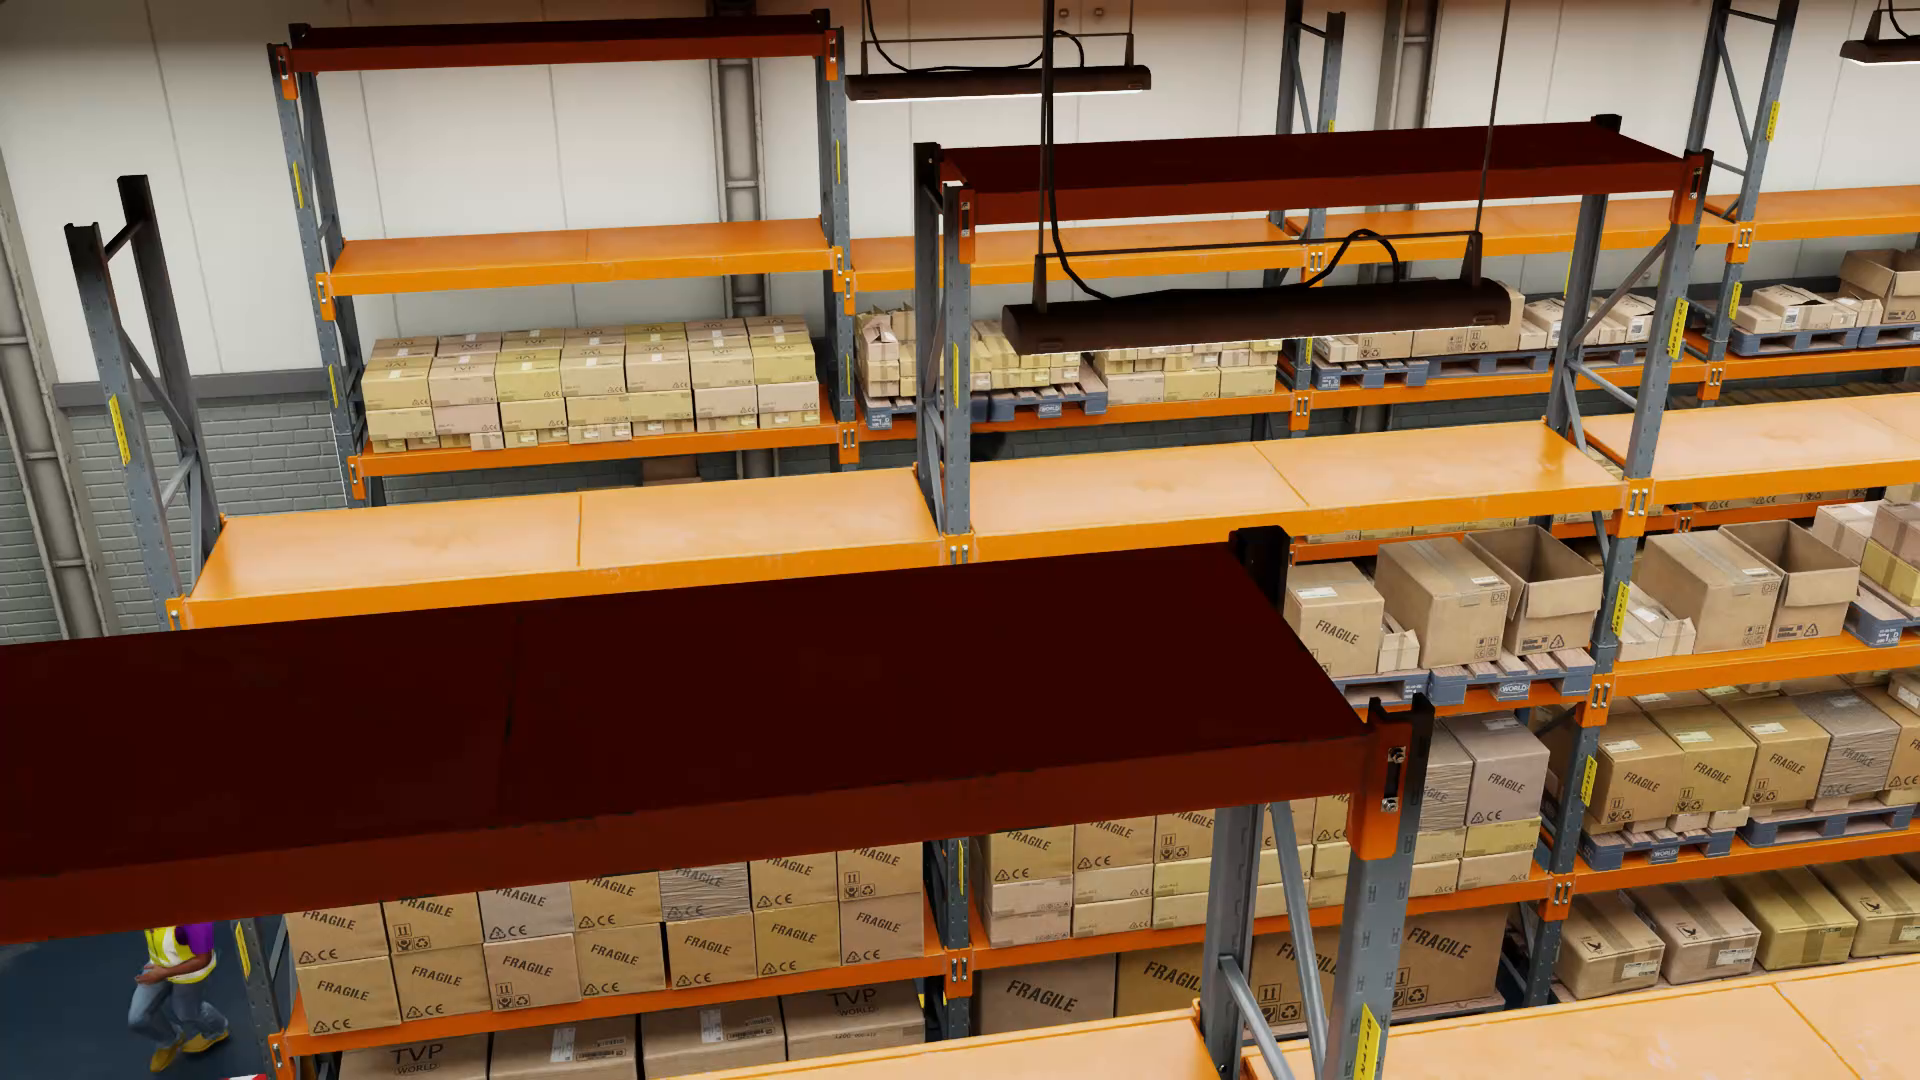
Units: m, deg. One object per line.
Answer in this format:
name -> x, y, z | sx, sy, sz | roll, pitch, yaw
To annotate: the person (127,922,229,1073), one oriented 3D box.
person -> -5.005, 2.731, 10.631 | 0.718, 1.699, 0.666 | 14, 29, 26
